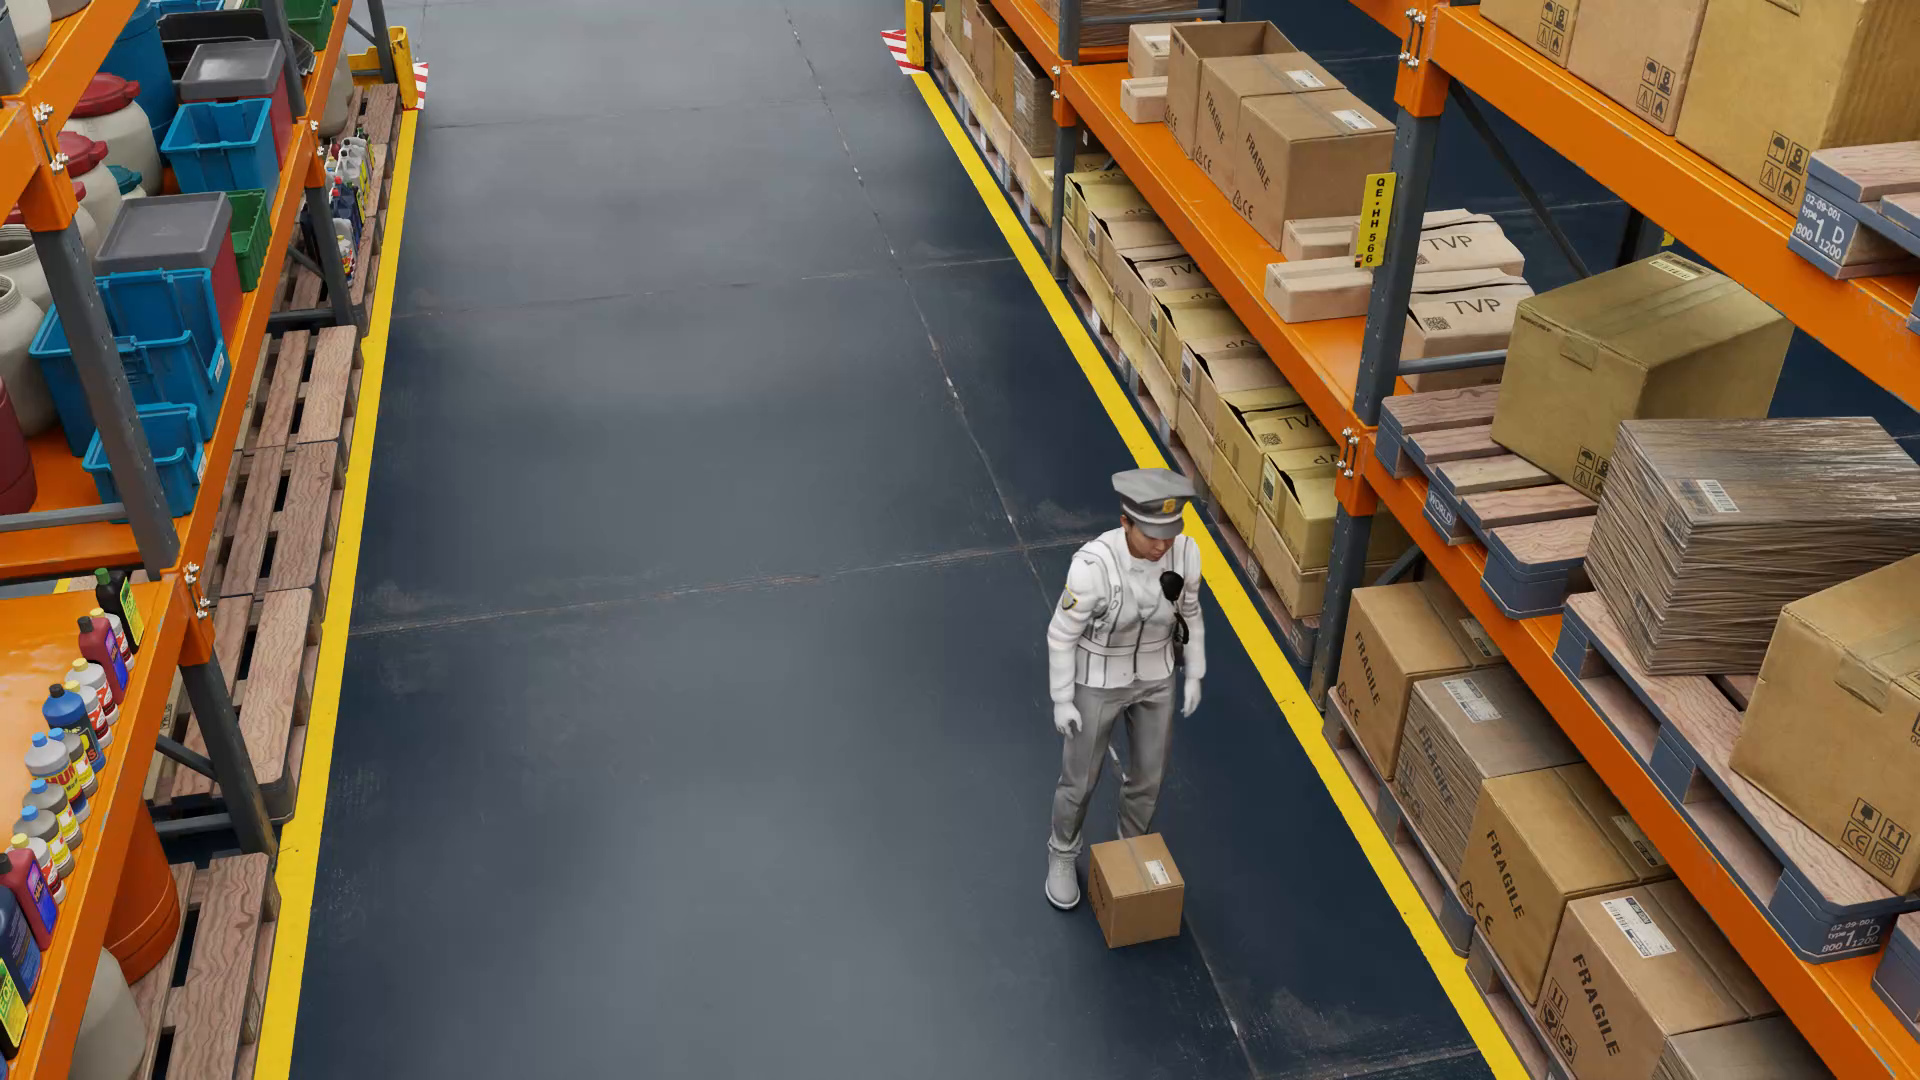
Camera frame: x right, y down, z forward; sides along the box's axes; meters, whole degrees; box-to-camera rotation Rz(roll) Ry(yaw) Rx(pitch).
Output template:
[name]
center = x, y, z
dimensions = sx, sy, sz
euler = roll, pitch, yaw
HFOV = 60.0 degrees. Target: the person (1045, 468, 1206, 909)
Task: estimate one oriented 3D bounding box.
[person]
center = 0.541, 0.487, 5.431
dimensions = 0.530, 1.666, 0.406
euler = -9, 35, -12
